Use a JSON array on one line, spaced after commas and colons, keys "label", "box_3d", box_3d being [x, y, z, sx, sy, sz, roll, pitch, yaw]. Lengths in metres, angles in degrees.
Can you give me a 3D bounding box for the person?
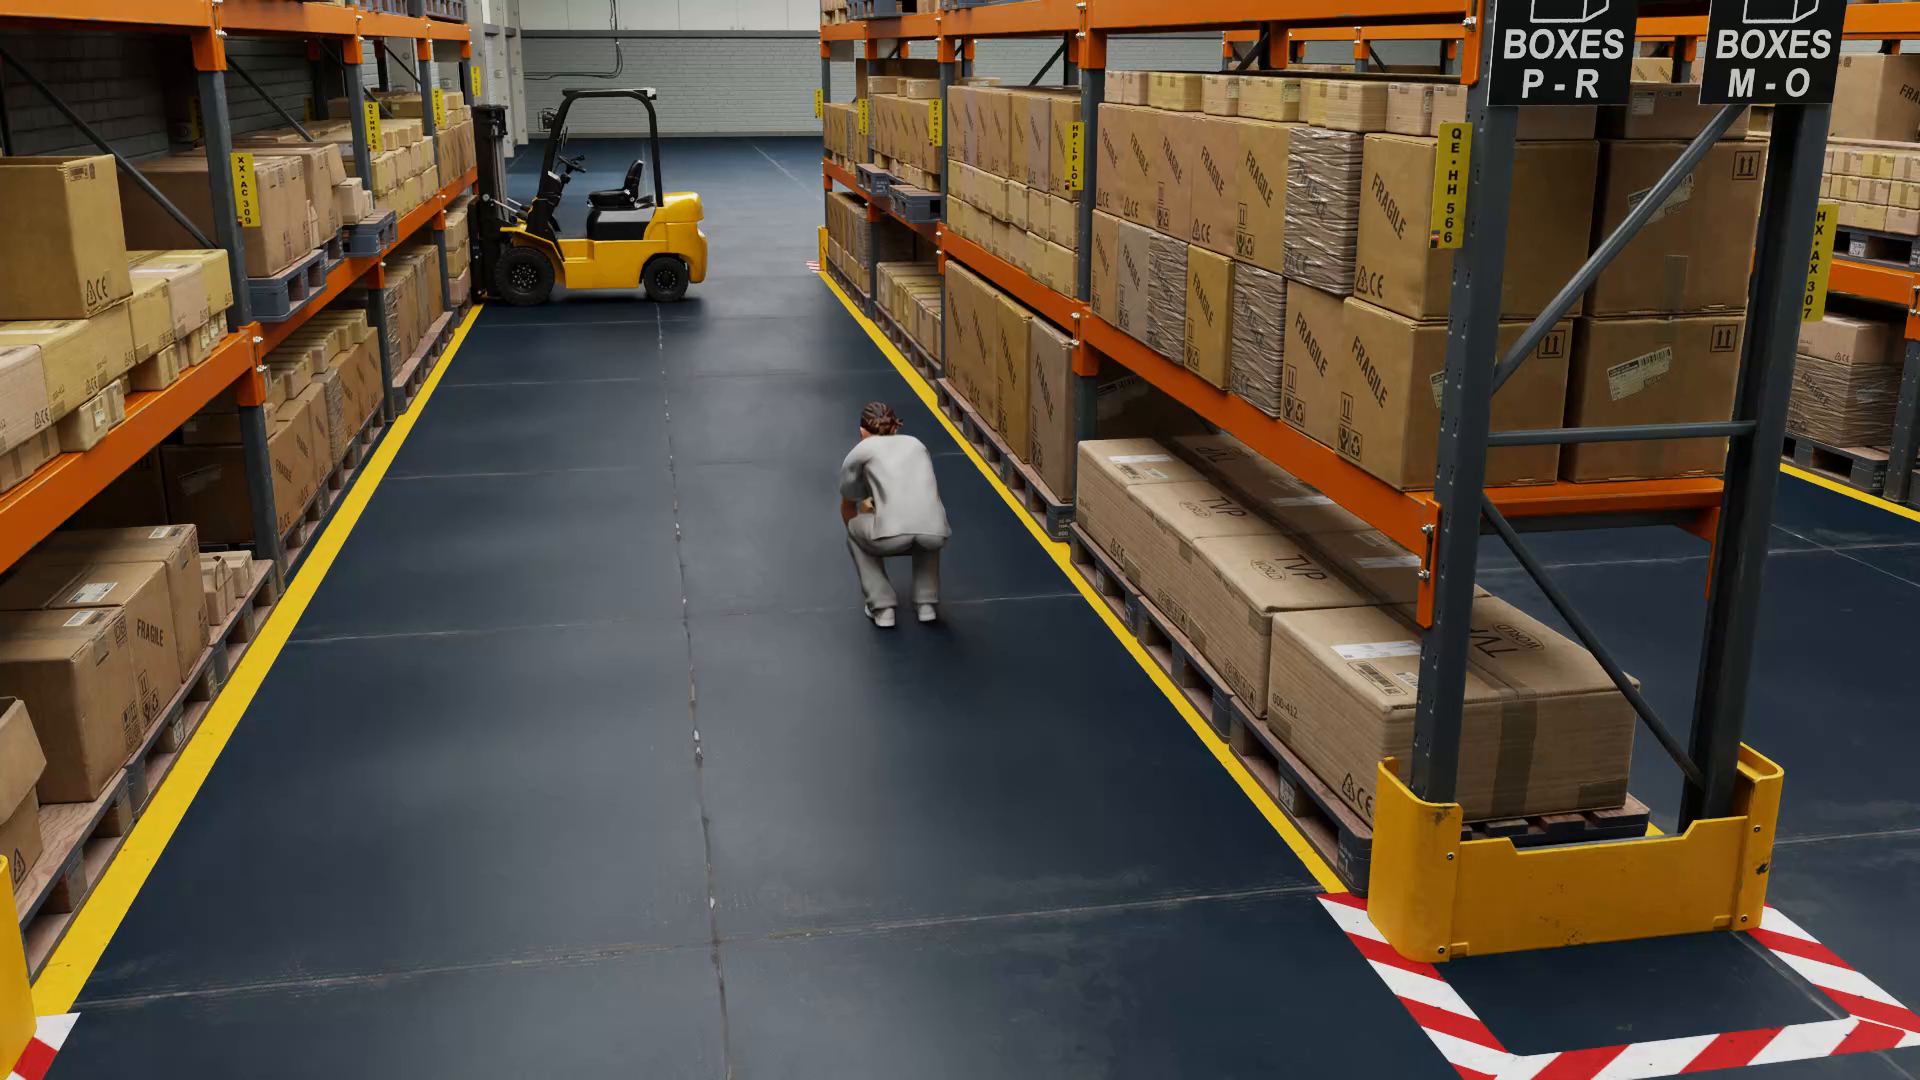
[{"label": "person", "box_3d": [-0.307, -0.123, 7.735, 0.477, 0.955, 0.794, -3, 17, -11]}]
